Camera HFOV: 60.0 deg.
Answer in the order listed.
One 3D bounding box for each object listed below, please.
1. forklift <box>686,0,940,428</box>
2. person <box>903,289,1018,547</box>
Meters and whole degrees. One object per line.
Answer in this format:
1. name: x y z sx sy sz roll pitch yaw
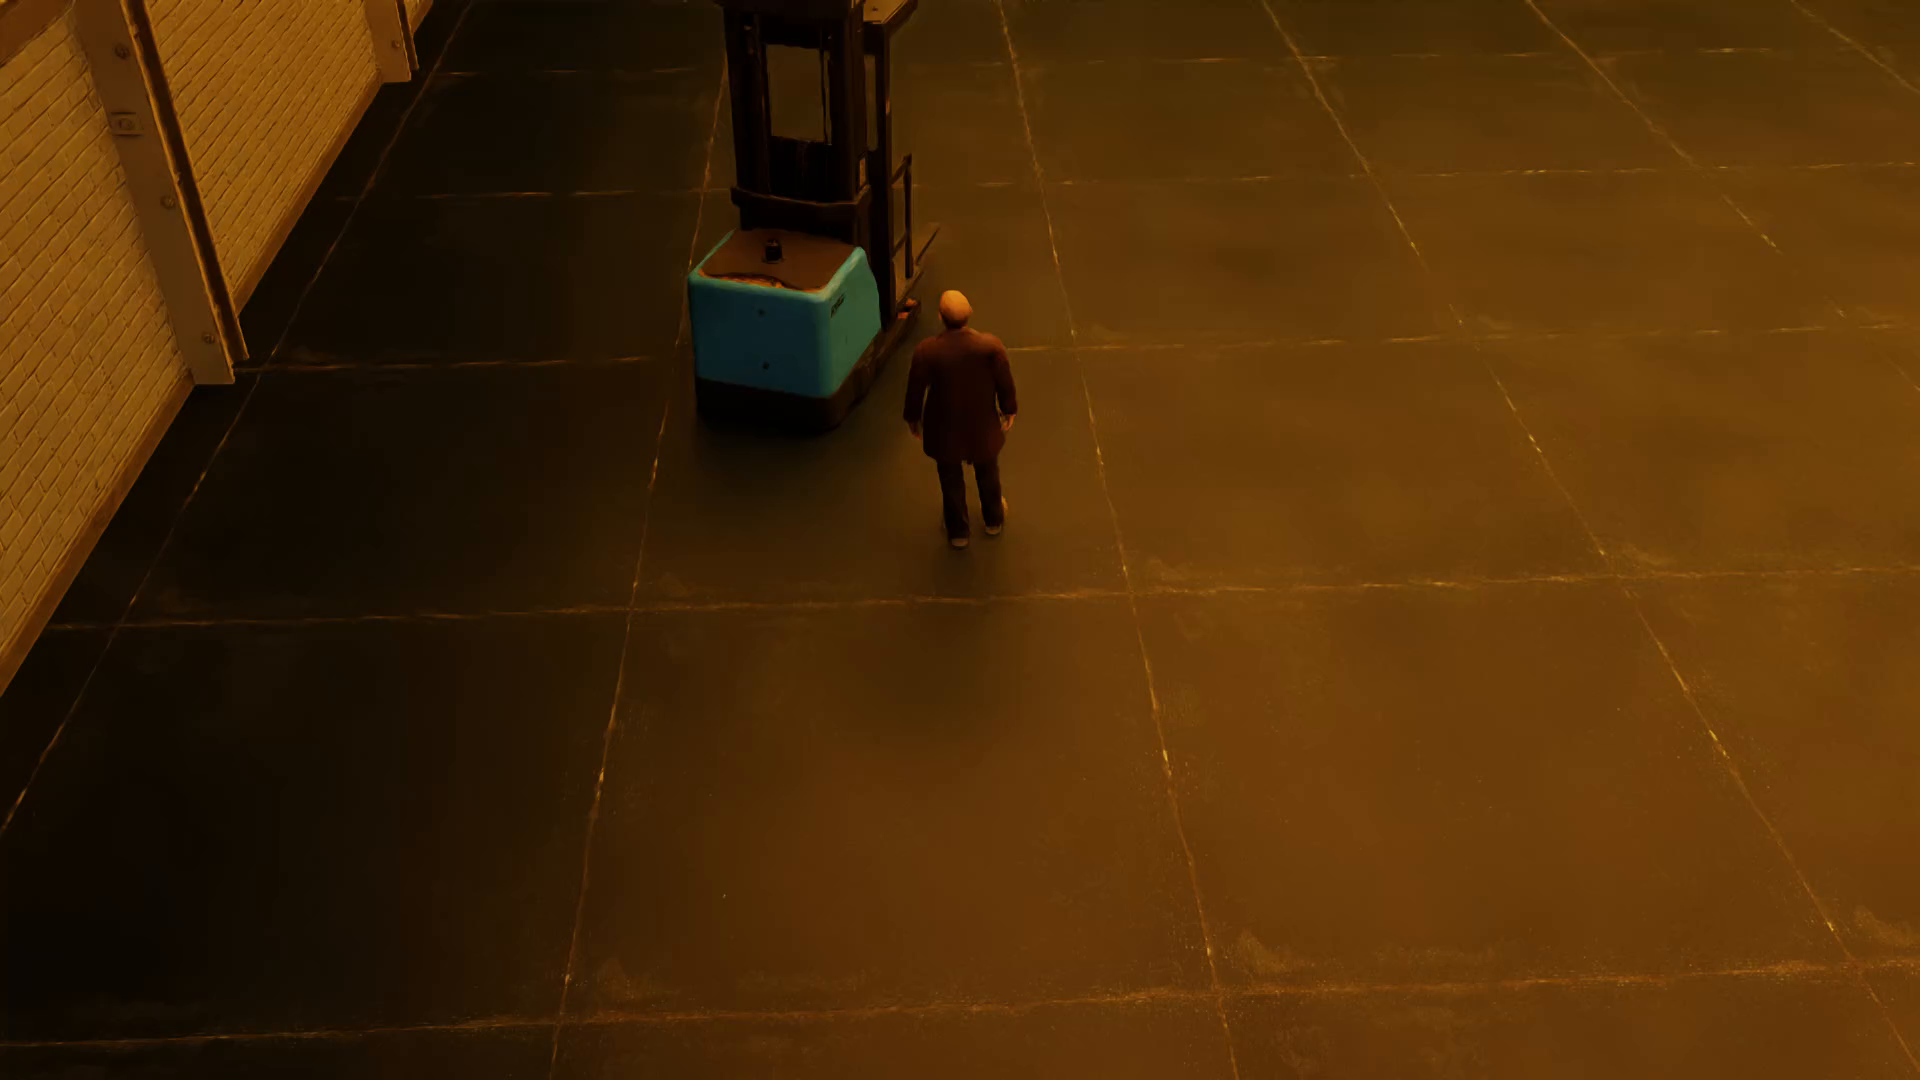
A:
1. forklift: -0.932 -2.822 11.885 1.130 2.935 3.031 10 37 14
2. person: 0.000 -0.778 10.046 0.694 1.776 0.580 -2 36 -2
